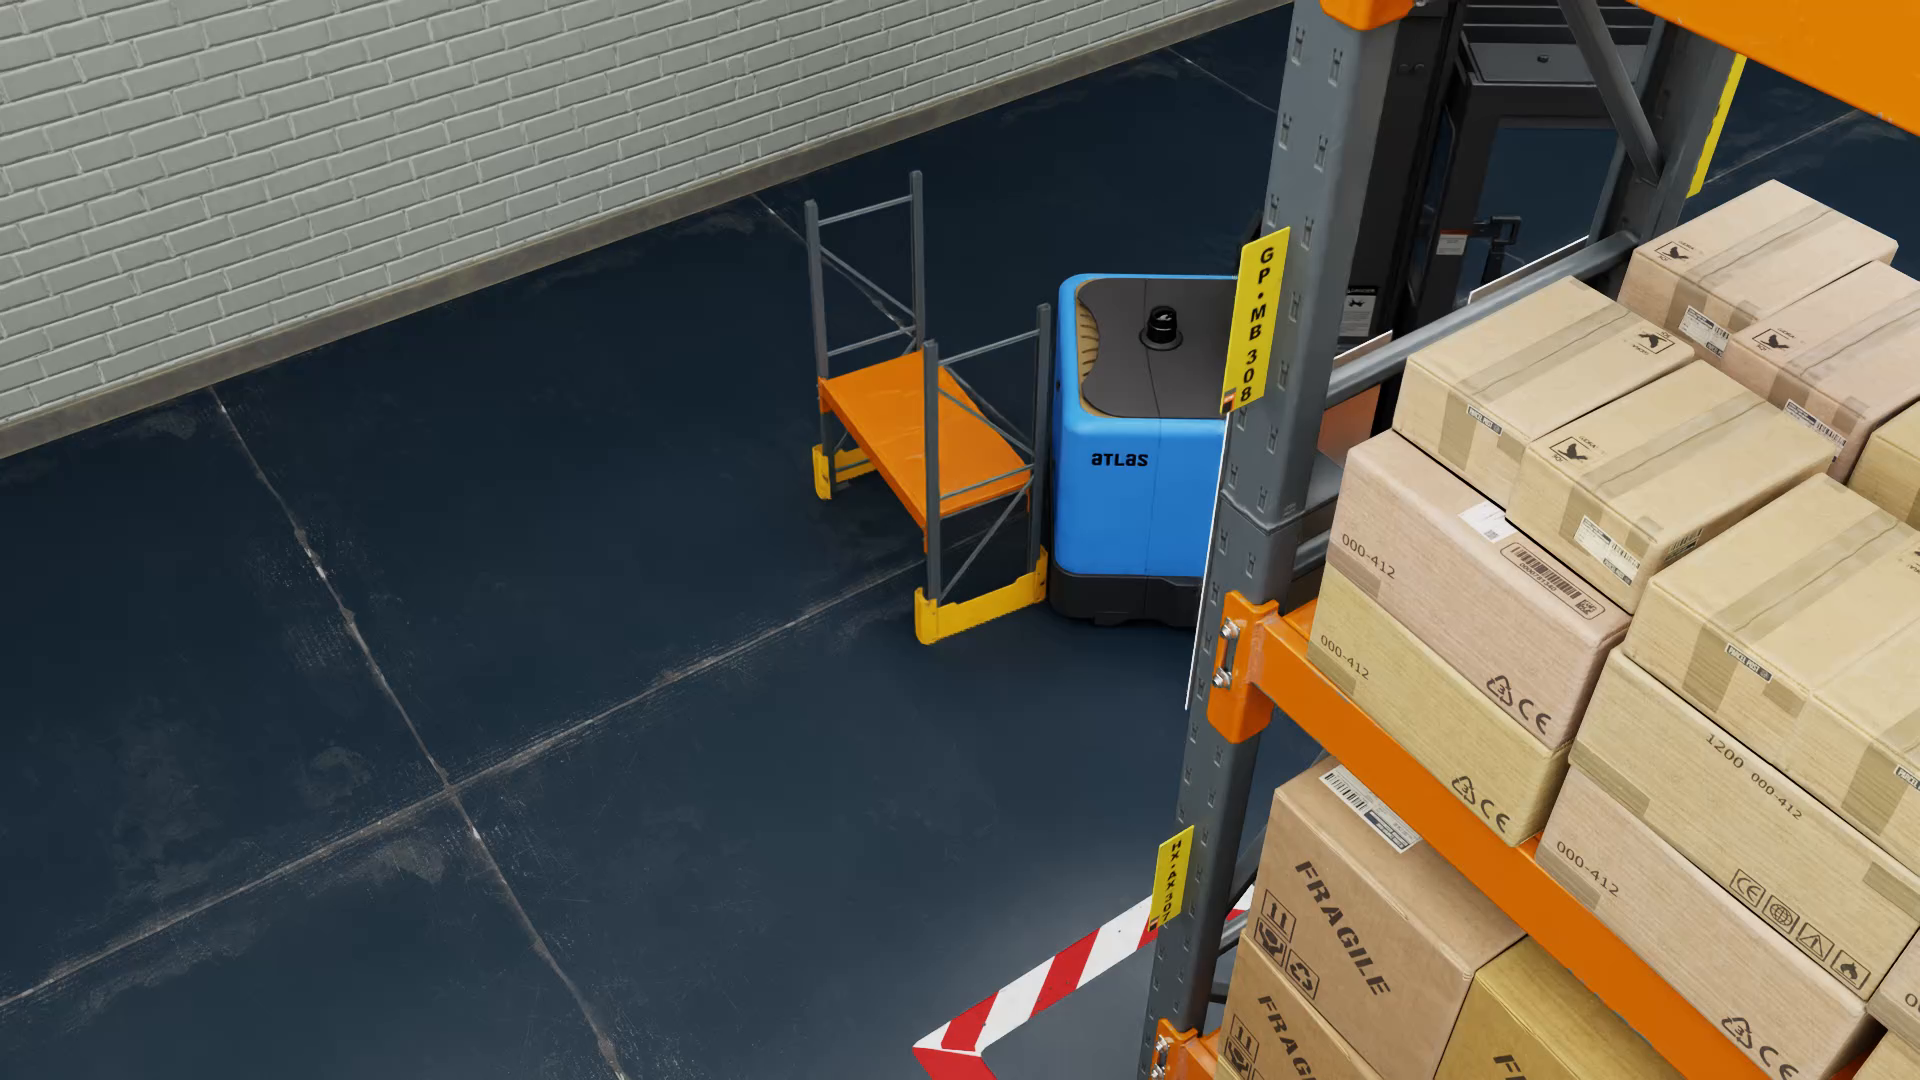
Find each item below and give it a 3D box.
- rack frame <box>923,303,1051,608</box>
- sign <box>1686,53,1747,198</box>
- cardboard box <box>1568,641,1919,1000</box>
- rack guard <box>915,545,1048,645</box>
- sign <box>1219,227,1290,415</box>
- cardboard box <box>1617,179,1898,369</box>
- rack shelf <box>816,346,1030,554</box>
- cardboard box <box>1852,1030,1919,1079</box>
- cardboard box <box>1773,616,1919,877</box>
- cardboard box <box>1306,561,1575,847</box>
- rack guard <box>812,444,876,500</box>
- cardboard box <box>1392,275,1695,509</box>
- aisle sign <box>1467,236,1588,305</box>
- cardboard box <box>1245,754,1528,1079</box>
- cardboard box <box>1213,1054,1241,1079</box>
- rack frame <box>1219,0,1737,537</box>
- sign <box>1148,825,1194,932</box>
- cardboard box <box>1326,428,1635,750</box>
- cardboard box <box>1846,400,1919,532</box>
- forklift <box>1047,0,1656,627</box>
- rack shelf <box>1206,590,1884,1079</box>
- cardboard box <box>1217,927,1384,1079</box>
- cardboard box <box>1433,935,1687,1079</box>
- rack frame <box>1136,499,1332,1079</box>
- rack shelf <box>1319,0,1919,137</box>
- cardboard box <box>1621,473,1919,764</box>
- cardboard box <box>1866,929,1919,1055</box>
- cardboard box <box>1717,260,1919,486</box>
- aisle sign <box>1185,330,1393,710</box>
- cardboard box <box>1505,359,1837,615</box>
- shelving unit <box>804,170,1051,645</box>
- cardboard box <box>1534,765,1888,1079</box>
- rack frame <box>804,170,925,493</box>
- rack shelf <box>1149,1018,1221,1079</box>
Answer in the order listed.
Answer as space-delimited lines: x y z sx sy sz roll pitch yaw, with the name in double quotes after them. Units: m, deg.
0.099 -0.218 6.383 0.500 1.500 0.032 -20 47 -20 "rack frame"
1.377 -0.767 3.059 0.100 0.325 0.005 -26 49 -24 "sign"
1.248 0.281 2.349 0.500 0.250 0.500 -26 50 -25 "cardboard box"
0.090 0.223 6.827 0.587 0.250 0.087 -20 47 -20 "rack guard"
0.465 -0.341 2.620 0.100 0.325 0.005 -26 49 -24 "sign"
1.341 -0.438 2.813 0.380 0.149 0.250 -26 50 -25 "cardboard box"
-0.139 -0.398 6.832 0.538 0.185 1.000 -20 47 -20 "rack shelf"
1.560 0.757 2.212 0.500 0.250 0.500 -27 50 -26 "cardboard box"
1.274 0.236 2.107 0.380 0.149 0.250 -25 49 -24 "cardboard box"
0.957 0.171 2.826 0.500 0.250 0.500 -24 49 -23 "cardboard box"
-0.377 -0.385 7.463 0.587 0.250 0.087 -20 47 -20 "rack guard"
0.909 -0.236 2.602 0.380 0.149 0.250 -26 49 -25 "cardboard box"
1.114 -0.254 3.452 0.394 0.787 0.004 -26 49 -24 "aisle sign"
0.949 0.700 3.324 0.500 0.500 0.500 -26 49 -25 "cardboard box"
0.827 1.250 3.941 0.380 0.149 0.250 -26 49 -25 "cardboard box"
0.910 -1.324 2.111 1.000 3.000 0.127 -26 49 -24 "rack frame"
0.465 0.747 3.659 0.100 0.325 0.005 -26 49 -24 "sign"
0.954 -0.009 2.652 0.500 0.250 0.500 -25 49 -24 "cardboard box"
1.550 -0.114 2.474 0.380 0.149 0.250 -27 50 -26 "cardboard box"
1.896 -1.025 6.192 3.031 2.935 1.130 1 44 1 "forklift"
2.054 1.154 2.209 1.077 0.370 4.000 -26 49 -24 "rack shelf"
0.940 1.066 3.665 0.500 0.500 0.500 -23 48 -23 "cardboard box"
1.243 0.983 3.027 0.500 0.500 0.500 -24 49 -23 "cardboard box"
0.910 0.846 4.182 1.000 3.000 0.127 -26 49 -24 "rack frame"
2.054 0.070 1.174 1.077 0.370 4.000 -26 49 -24 "rack shelf"
1.135 0.098 2.252 0.380 0.149 0.250 -26 49 -24 "cardboard box"
1.527 0.572 2.044 0.500 0.250 0.500 -25 49 -24 "cardboard box"
1.420 -0.268 2.635 0.380 0.149 0.250 -25 49 -24 "cardboard box"
0.622 -0.017 3.204 0.394 0.787 0.004 -26 49 -24 "aisle sign"
1.040 -0.085 2.443 0.380 0.149 0.250 -24 49 -23 "cardboard box"
-0.143 -0.533 6.714 0.587 1.500 1.083 -20 47 -20 "shelving unit"
1.255 0.471 2.512 0.500 0.250 0.500 -24 49 -23 "cardboard box"
-0.377 -0.838 7.033 0.500 1.500 0.032 -20 47 -20 "rack frame"
2.054 2.239 3.244 1.077 0.370 4.000 -26 49 -24 "rack shelf"
